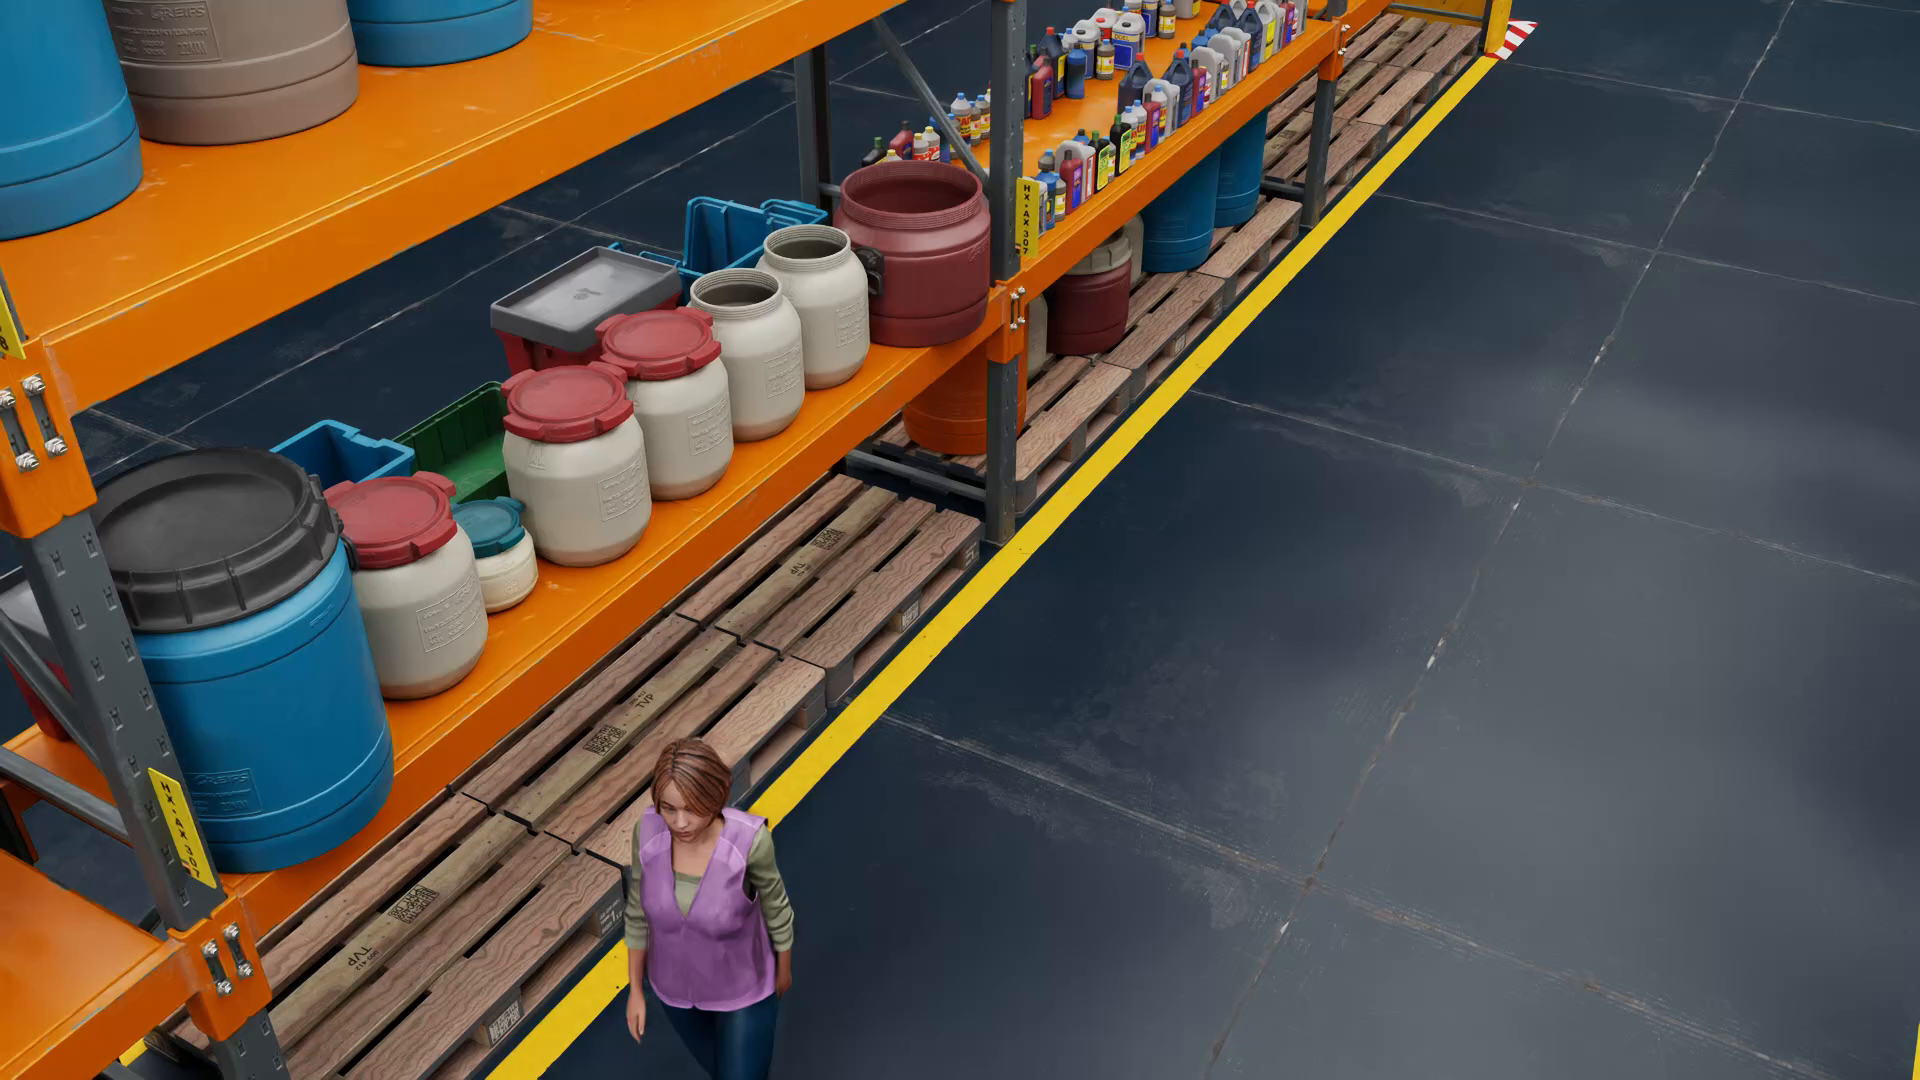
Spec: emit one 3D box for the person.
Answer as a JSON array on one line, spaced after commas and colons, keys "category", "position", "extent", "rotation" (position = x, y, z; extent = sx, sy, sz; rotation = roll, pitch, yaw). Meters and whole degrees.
[{"category": "person", "position": [-0.659, 1.190, 4.416], "extent": [0.419, 1.628, 0.450], "rotation": [9, 36, 12]}]
